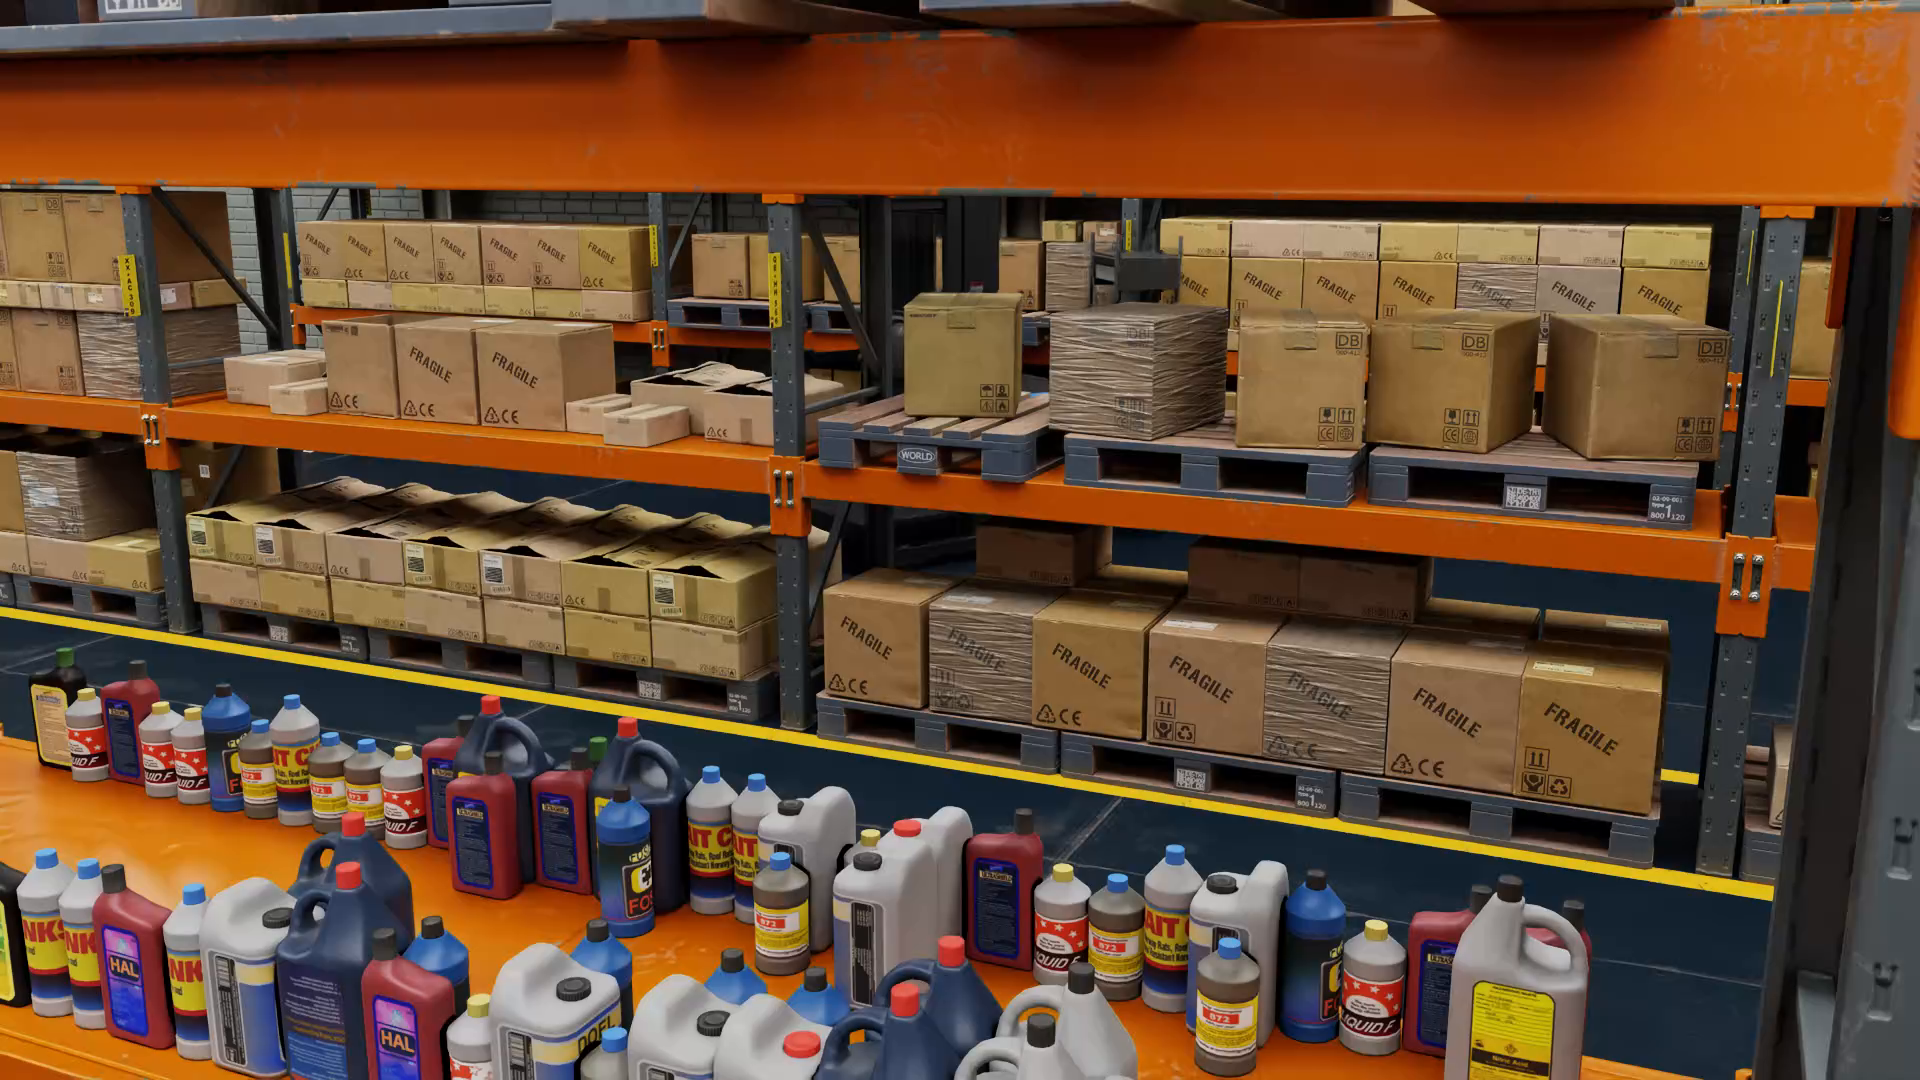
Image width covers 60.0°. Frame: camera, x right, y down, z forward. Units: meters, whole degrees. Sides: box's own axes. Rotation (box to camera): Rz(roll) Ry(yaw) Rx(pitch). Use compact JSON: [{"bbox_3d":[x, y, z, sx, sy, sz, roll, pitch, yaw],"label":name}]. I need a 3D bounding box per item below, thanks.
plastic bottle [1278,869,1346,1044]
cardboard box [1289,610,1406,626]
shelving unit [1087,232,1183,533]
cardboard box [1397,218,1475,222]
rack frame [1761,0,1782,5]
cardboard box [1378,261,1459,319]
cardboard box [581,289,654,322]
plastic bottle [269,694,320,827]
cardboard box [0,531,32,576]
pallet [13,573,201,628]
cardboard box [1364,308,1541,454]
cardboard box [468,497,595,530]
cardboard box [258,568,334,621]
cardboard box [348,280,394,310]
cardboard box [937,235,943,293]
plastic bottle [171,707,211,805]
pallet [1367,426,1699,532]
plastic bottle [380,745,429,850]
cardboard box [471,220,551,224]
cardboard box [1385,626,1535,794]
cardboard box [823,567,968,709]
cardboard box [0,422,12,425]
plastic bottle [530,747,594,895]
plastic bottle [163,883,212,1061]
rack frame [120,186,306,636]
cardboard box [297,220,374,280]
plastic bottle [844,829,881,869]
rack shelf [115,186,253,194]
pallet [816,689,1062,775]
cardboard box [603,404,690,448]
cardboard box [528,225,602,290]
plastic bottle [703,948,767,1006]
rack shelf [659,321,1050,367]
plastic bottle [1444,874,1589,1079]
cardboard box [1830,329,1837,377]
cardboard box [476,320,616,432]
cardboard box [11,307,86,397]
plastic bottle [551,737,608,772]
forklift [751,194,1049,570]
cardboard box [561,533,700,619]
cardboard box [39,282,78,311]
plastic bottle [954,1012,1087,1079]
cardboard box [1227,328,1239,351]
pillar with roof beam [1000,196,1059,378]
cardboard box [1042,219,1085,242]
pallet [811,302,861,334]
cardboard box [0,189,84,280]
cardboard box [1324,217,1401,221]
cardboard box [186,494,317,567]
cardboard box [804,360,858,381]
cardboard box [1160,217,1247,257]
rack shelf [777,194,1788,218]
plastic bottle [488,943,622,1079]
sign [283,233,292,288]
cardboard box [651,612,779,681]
[{"bbox_3d":[0.565,0.659,2.663,0.097,0.271,0.097,0,13,0],"label":"plastic bottle"},{"bbox_3d":[1.771,0.525,7.459,0.500,0.500,0.500,6,14,24],"label":"cardboard box"},{"bbox_3d":[1.188,-1.094,11.725,0.503,2.100,0.431,-4,16,-23],"label":"shelving unit"},{"bbox_3d":[3.332,-2.129,11.705,0.500,0.250,0.500,5,14,22],"label":"cardboard box"},{"bbox_3d":[5.064,-4.243,10.137,0.127,3.000,1.000,6,14,23],"label":"rack frame"},{"bbox_3d":[3.155,-1.654,11.323,0.500,0.500,0.500,6,15,25],"label":"cardboard box"},{"bbox_3d":[-2.806,-1.979,13.909,0.500,0.250,0.500,6,14,23],"label":"cardboard box"},{"bbox_3d":[-1.398,0.460,3.510,0.097,0.271,0.097,0,13,0],"label":"plastic bottle"},{"bbox_3d":[-5.682,0.018,10.211,0.500,0.250,0.500,6,14,23],"label":"cardboard box"},{"bbox_3d":[-4.964,0.248,10.236,1.213,0.211,1.003,6,14,23],"label":"pallet"},{"bbox_3d":[2.064,-0.681,6.953,0.500,0.500,0.700,8,16,32],"label":"cardboard box"},{"bbox_3d":[-2.376,-0.048,9.264,0.500,0.311,0.500,6,14,23],"label":"cardboard box"},{"bbox_3d":[-3.518,0.244,9.250,0.500,0.250,0.500,6,15,25],"label":"cardboard box"},{"bbox_3d":[-5.110,-2.212,14.902,0.500,0.250,0.500,5,14,21],"label":"cardboard box"},{"bbox_3d":[-0.175,-2.107,12.986,0.500,0.500,0.700,6,14,23],"label":"cardboard box"},{"bbox_3d":[-1.665,0.467,3.633,0.097,0.201,0.097,0,13,0],"label":"plastic bottle"},{"bbox_3d":[2.374,-0.290,6.846,1.213,0.211,1.003,6,14,23],"label":"pallet"},{"bbox_3d":[-1.131,0.521,3.403,0.097,0.201,0.097,0,13,0],"label":"plastic bottle"},{"bbox_3d":[-4.000,-2.593,14.881,0.500,0.500,0.500,6,14,24],"label":"cardboard box"},{"bbox_3d":[2.045,0.683,6.789,0.500,0.500,0.500,6,14,23],"label":"cardboard box"},{"bbox_3d":[-0.296,0.448,7.790,0.500,0.500,0.500,6,15,26],"label":"cardboard box"},{"bbox_3d":[-6.380,-0.551,10.996,0.500,0.500,0.500,6,14,23],"label":"cardboard box"},{"bbox_3d":[-0.752,0.530,3.184,0.133,0.283,0.061,6,14,23],"label":"plastic bottle"},{"bbox_3d":[-1.191,0.671,2.612,0.097,0.271,0.097,0,13,0],"label":"plastic bottle"},{"bbox_3d":[-4.254,-1.027,9.566,0.127,3.000,1.000,6,14,23],"label":"rack frame"},{"bbox_3d":[-5.593,-2.627,15.028,0.500,0.500,0.500,6,14,23],"label":"cardboard box"},{"bbox_3d":[-0.159,0.620,2.983,0.097,0.201,0.097,0,13,0],"label":"plastic bottle"},{"bbox_3d":[-6.082,-2.322,10.094,4.000,0.370,1.077,6,14,23],"label":"rack shelf"},{"bbox_3d":[0.071,0.778,7.979,1.213,0.211,1.003,6,14,23],"label":"pallet"},{"bbox_3d":[-1.531,-0.560,8.126,0.250,0.149,0.380,6,14,23],"label":"cardboard box"},{"bbox_3d":[-3.267,-2.388,14.009,0.500,0.500,0.500,6,14,23],"label":"cardboard box"},{"bbox_3d":[-0.325,0.720,2.401,0.097,0.271,0.097,0,13,0],"label":"plastic bottle"},{"bbox_3d":[-0.422,-1.527,13.270,4.000,0.370,1.077,6,14,23],"label":"rack shelf"},{"bbox_3d":[0.824,0.667,2.453,0.185,0.351,0.144,6,14,23],"label":"plastic bottle"},{"bbox_3d":[3.628,-0.830,6.317,0.500,0.500,0.500,6,14,24],"label":"cardboard box"},{"bbox_3d":[-2.137,-0.858,8.624,0.500,0.500,0.500,5,14,20],"label":"cardboard box"},{"bbox_3d":[-5.147,-1.163,9.926,0.500,0.500,0.700,6,14,23],"label":"cardboard box"},{"bbox_3d":[-0.727,0.518,3.239,0.133,0.283,0.061,6,14,23],"label":"plastic bottle"},{"bbox_3d":[-0.551,-1.340,11.050,3.031,2.935,1.130,-9,16,-34],"label":"forklift"},{"bbox_3d":[-1.653,0.160,8.377,0.500,0.311,0.500,6,14,22],"label":"cardboard box"},{"bbox_3d":[-5.055,-1.419,9.597,0.250,0.149,0.380,5,14,22],"label":"cardboard box"},{"bbox_3d":[0.078,0.755,2.081,0.185,0.351,0.144,6,14,23],"label":"plastic bottle"},{"bbox_3d":[2.049,-1.433,11.803,0.250,0.149,0.380,6,15,25],"label":"cardboard box"},{"bbox_3d":[-1.175,-4.014,9.165,0.400,9.000,9.100,6,14,23],"label":"pillar with roof beam"},{"bbox_3d":[0.779,-2.323,12.487,0.250,0.149,0.380,3,14,14],"label":"cardboard box"},{"bbox_3d":[-0.420,-1.773,13.166,1.213,0.211,1.003,6,14,23],"label":"pallet"},{"bbox_3d":[-5.582,-1.840,9.972,0.500,0.500,0.700,6,14,23],"label":"cardboard box"},{"bbox_3d":[2.866,-2.176,11.906,0.500,0.250,0.500,5,14,22],"label":"cardboard box"},{"bbox_3d":[-3.977,-0.076,9.383,0.500,0.311,0.500,6,14,23],"label":"cardboard box"},{"bbox_3d":[-1.167,-1.320,13.681,0.500,0.250,0.500,5,14,22],"label":"cardboard box"},{"bbox_3d":[1.744,-2.162,11.846,0.500,0.250,0.500,6,15,25],"label":"cardboard box"},{"bbox_3d":[1.232,-1.582,6.940,4.000,0.370,1.077,6,14,23],"label":"rack shelf"},{"bbox_3d":[-0.570,0.724,2.373,0.135,0.276,0.152,6,14,23],"label":"plastic bottle"},{"bbox_3d":[-4.043,-1.667,9.930,0.005,0.325,0.100,6,14,23],"label":"sign"},{"bbox_3d":[-1.176,0.479,8.245,0.500,0.250,0.500,6,15,25],"label":"cardboard box"}]
